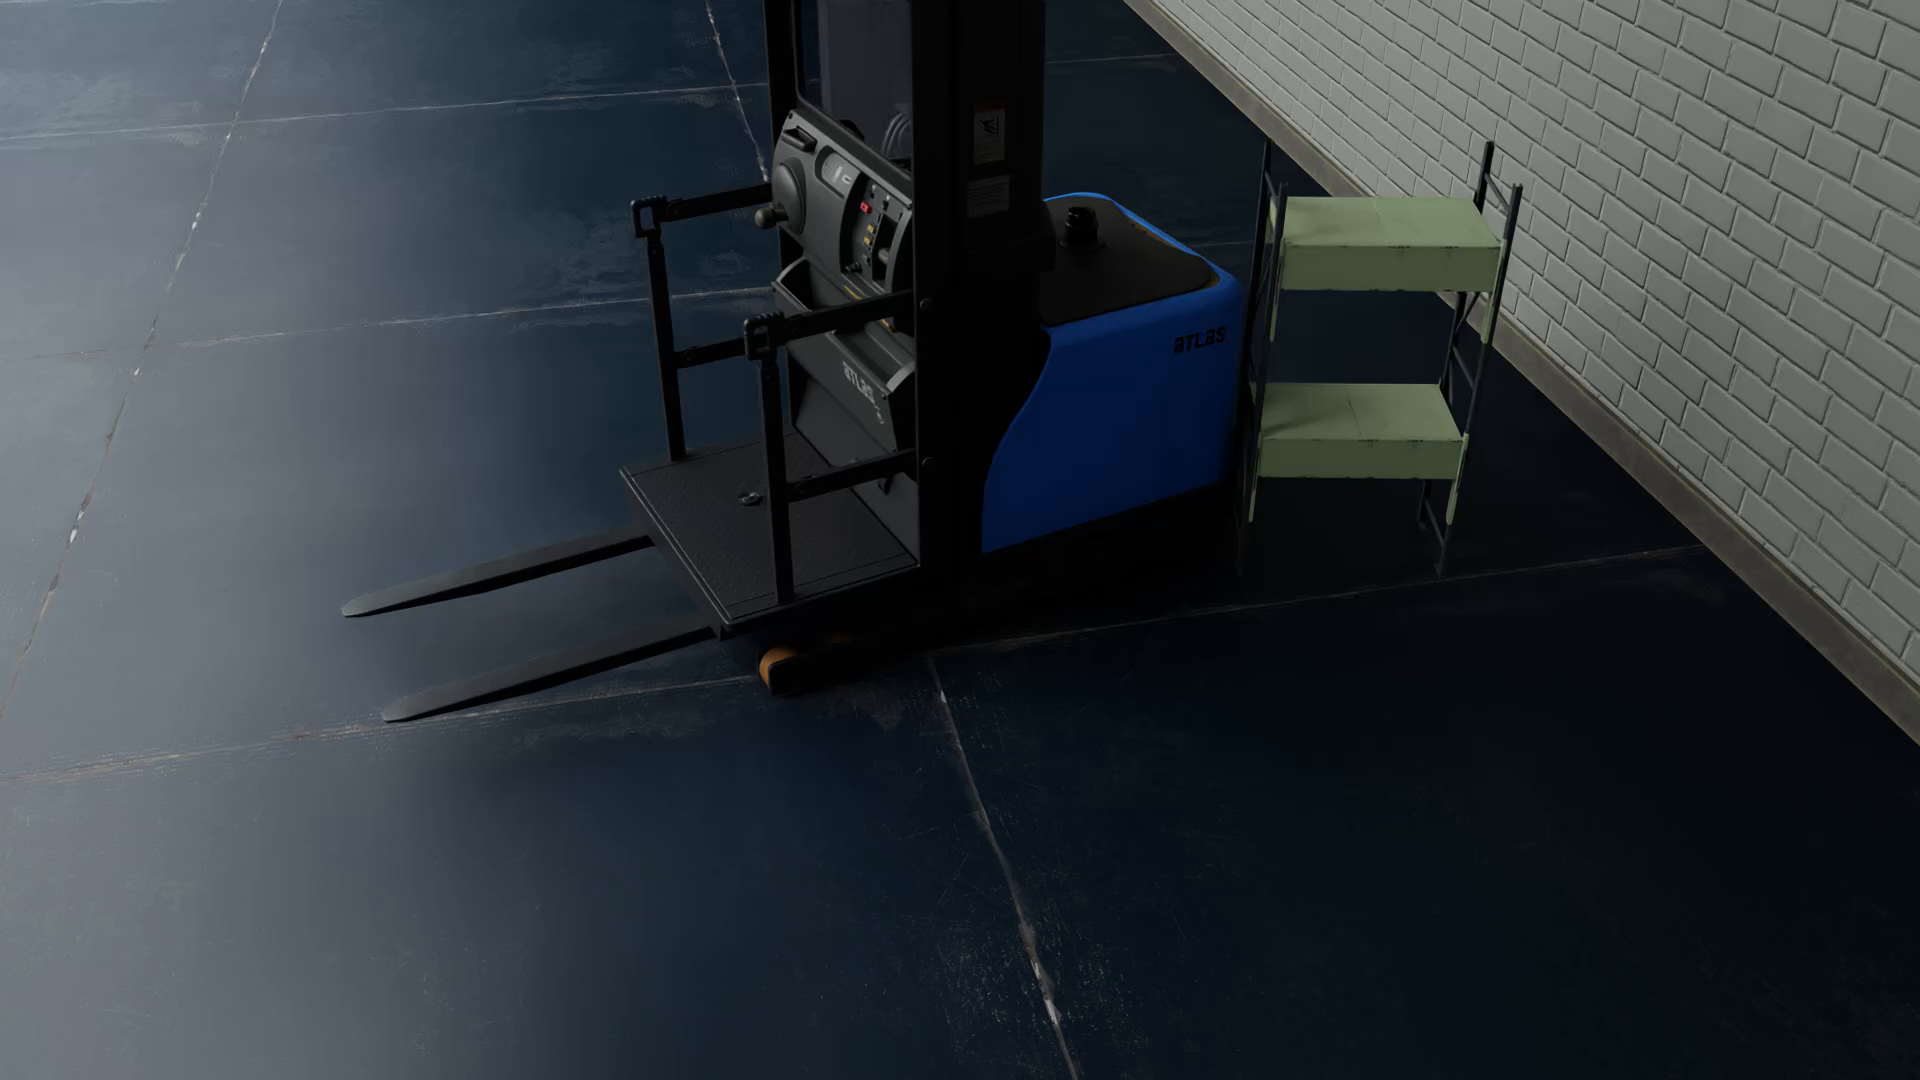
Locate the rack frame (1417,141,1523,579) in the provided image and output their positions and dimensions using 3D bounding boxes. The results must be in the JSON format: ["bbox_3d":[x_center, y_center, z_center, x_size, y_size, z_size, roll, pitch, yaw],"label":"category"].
[{"bbox_3d":[1.757,-0.593,5.787,0.023,1.500,0.400,1,34,1],"label":"rack frame"}]

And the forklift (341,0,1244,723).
[{"bbox_3d":[-0.563,-1.043,5.174,3.031,2.935,1.130,-17,37,-23],"label":"forklift"}]

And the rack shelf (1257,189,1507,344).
[{"bbox_3d":[1.391,-0.921,5.577,0.720,0.370,0.431,1,34,1],"label":"rack shelf"}]

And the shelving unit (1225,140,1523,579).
[{"bbox_3d":[1.391,-0.597,5.794,0.755,1.500,0.431,1,34,1],"label":"shelving unit"}]

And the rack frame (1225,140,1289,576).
[{"bbox_3d":[1.025,-0.602,5.801,0.023,1.500,0.400,1,34,1],"label":"rack frame"}]

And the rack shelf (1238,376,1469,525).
[{"bbox_3d":[1.391,-0.327,5.976,0.720,0.370,0.431,1,34,1],"label":"rack shelf"}]
